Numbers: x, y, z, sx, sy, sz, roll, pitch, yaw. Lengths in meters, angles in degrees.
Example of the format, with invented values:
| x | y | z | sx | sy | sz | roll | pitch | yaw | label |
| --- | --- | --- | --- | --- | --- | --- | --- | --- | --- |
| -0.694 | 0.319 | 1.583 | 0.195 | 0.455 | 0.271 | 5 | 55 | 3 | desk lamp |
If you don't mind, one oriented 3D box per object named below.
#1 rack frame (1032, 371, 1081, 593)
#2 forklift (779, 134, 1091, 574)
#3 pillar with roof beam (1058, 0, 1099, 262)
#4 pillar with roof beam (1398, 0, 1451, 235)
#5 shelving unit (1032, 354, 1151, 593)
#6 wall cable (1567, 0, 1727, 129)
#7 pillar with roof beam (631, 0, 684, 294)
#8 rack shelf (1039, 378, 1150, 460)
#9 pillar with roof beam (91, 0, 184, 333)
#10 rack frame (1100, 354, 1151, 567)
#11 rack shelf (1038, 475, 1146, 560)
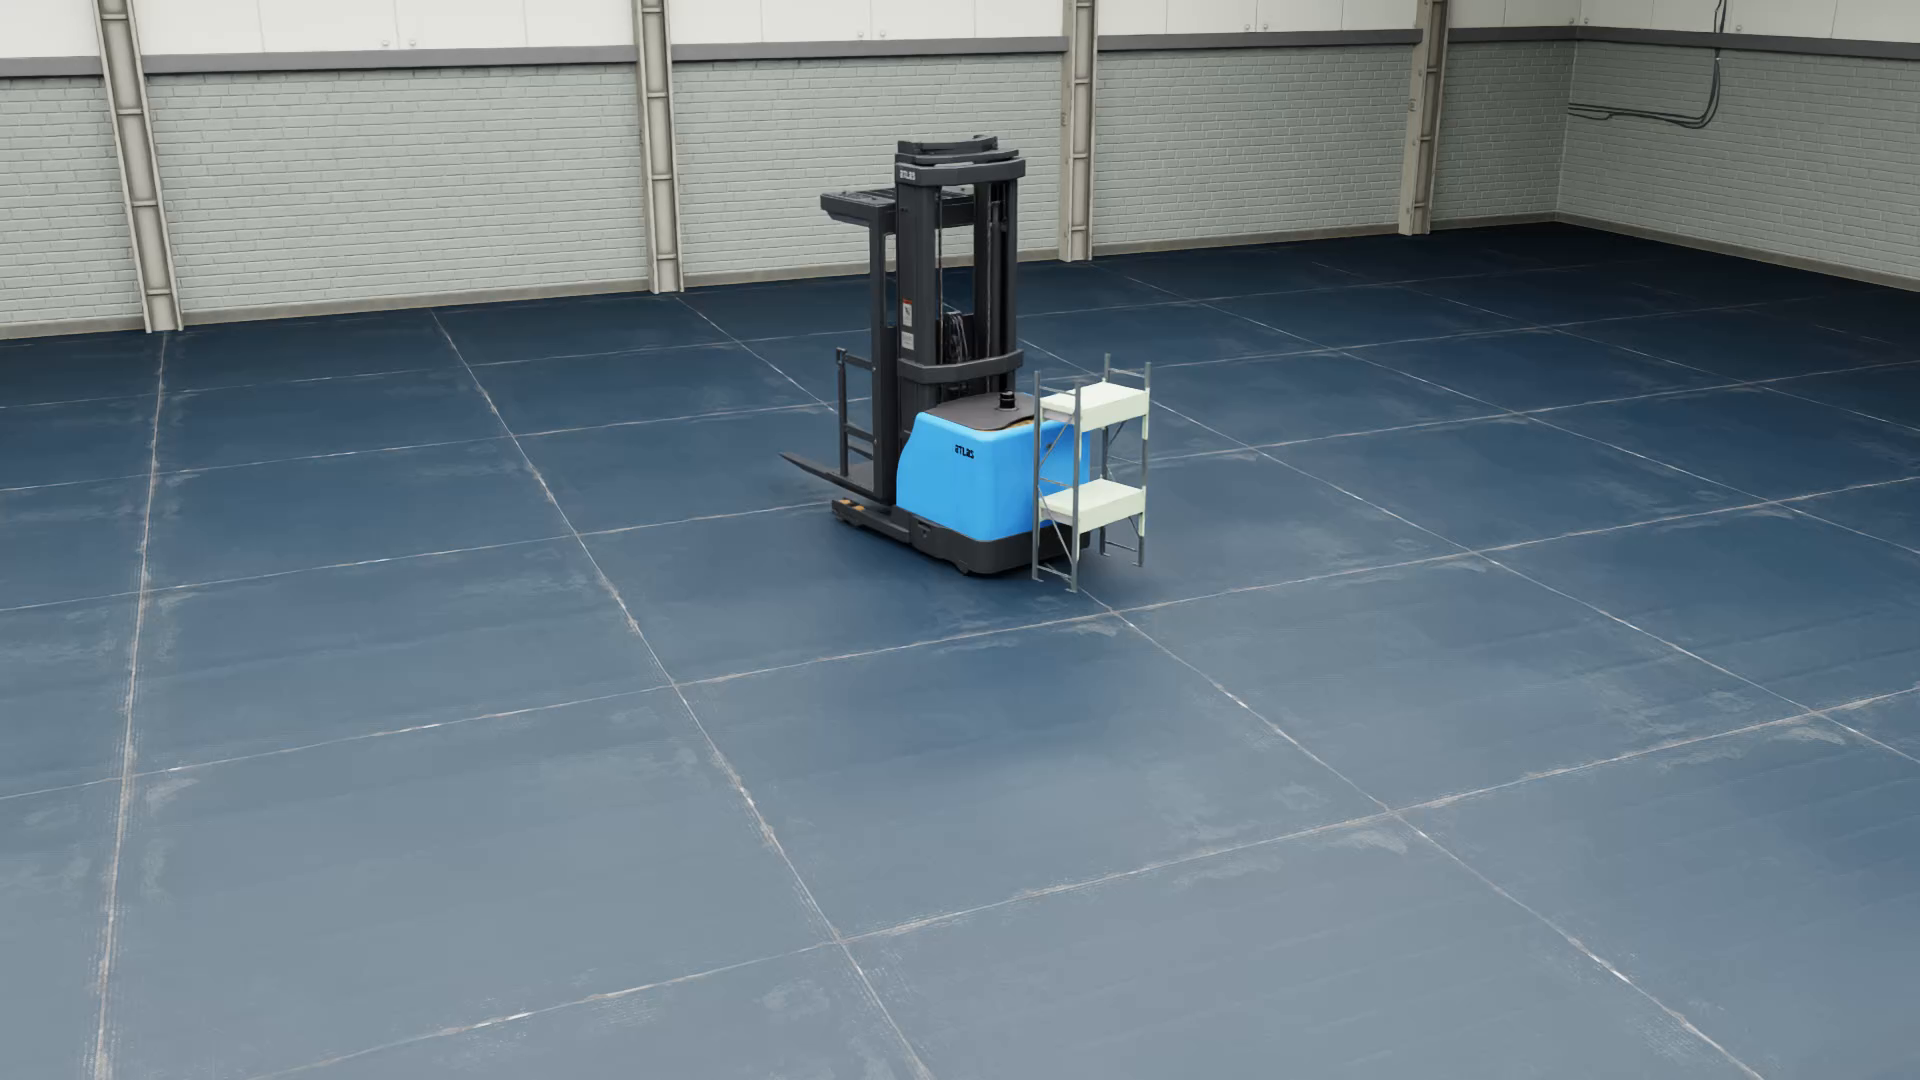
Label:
| x | y | z | sx | sy | sz | roll | pitch | yaw | label |
| --- | --- | --- | --- | --- | --- | --- | --- | --- | --- |
| 0.655 | -0.388 | 11.364 | 0.023 | 1.500 | 0.400 | -18 | 26 | -42 | rack frame |
| -0.338 | -1.569 | 12.565 | 1.130 | 2.935 | 3.031 | -14 | 24 | -35 | forklift |
| 3.367 | -6.994 | 18.835 | 0.400 | 9.000 | 9.100 | -8 | 21 | -22 | pillar with roof beam |
| 8.876 | -7.783 | 21.077 | 0.400 | 9.000 | 9.100 | -8 | 21 | -22 | pillar with roof beam |
| 0.914 | -0.474 | 11.608 | 0.755 | 1.500 | 0.431 | -18 | 26 | -42 | shelving unit |
| 10.399 | -7.616 | 25.277 | 0.112 | 2.526 | 3.097 | -8 | 21 | -22 | wall cable |
| -2.143 | -6.204 | 16.594 | 0.400 | 9.000 | 9.100 | -8 | 21 | -22 | pillar with roof beam |
| 0.913 | -0.843 | 11.479 | 0.720 | 0.370 | 0.431 | -18 | 26 | -42 | rack shelf |
| -7.652 | -5.415 | 14.352 | 0.400 | 9.000 | 9.100 | -8 | 21 | -22 | pillar with roof beam |
| 1.173 | -0.560 | 11.851 | 0.023 | 1.500 | 0.400 | -18 | 26 | -42 | rack frame |
| 0.915 | -0.166 | 11.715 | 0.720 | 0.370 | 0.431 | -18 | 26 | -42 | rack shelf |
